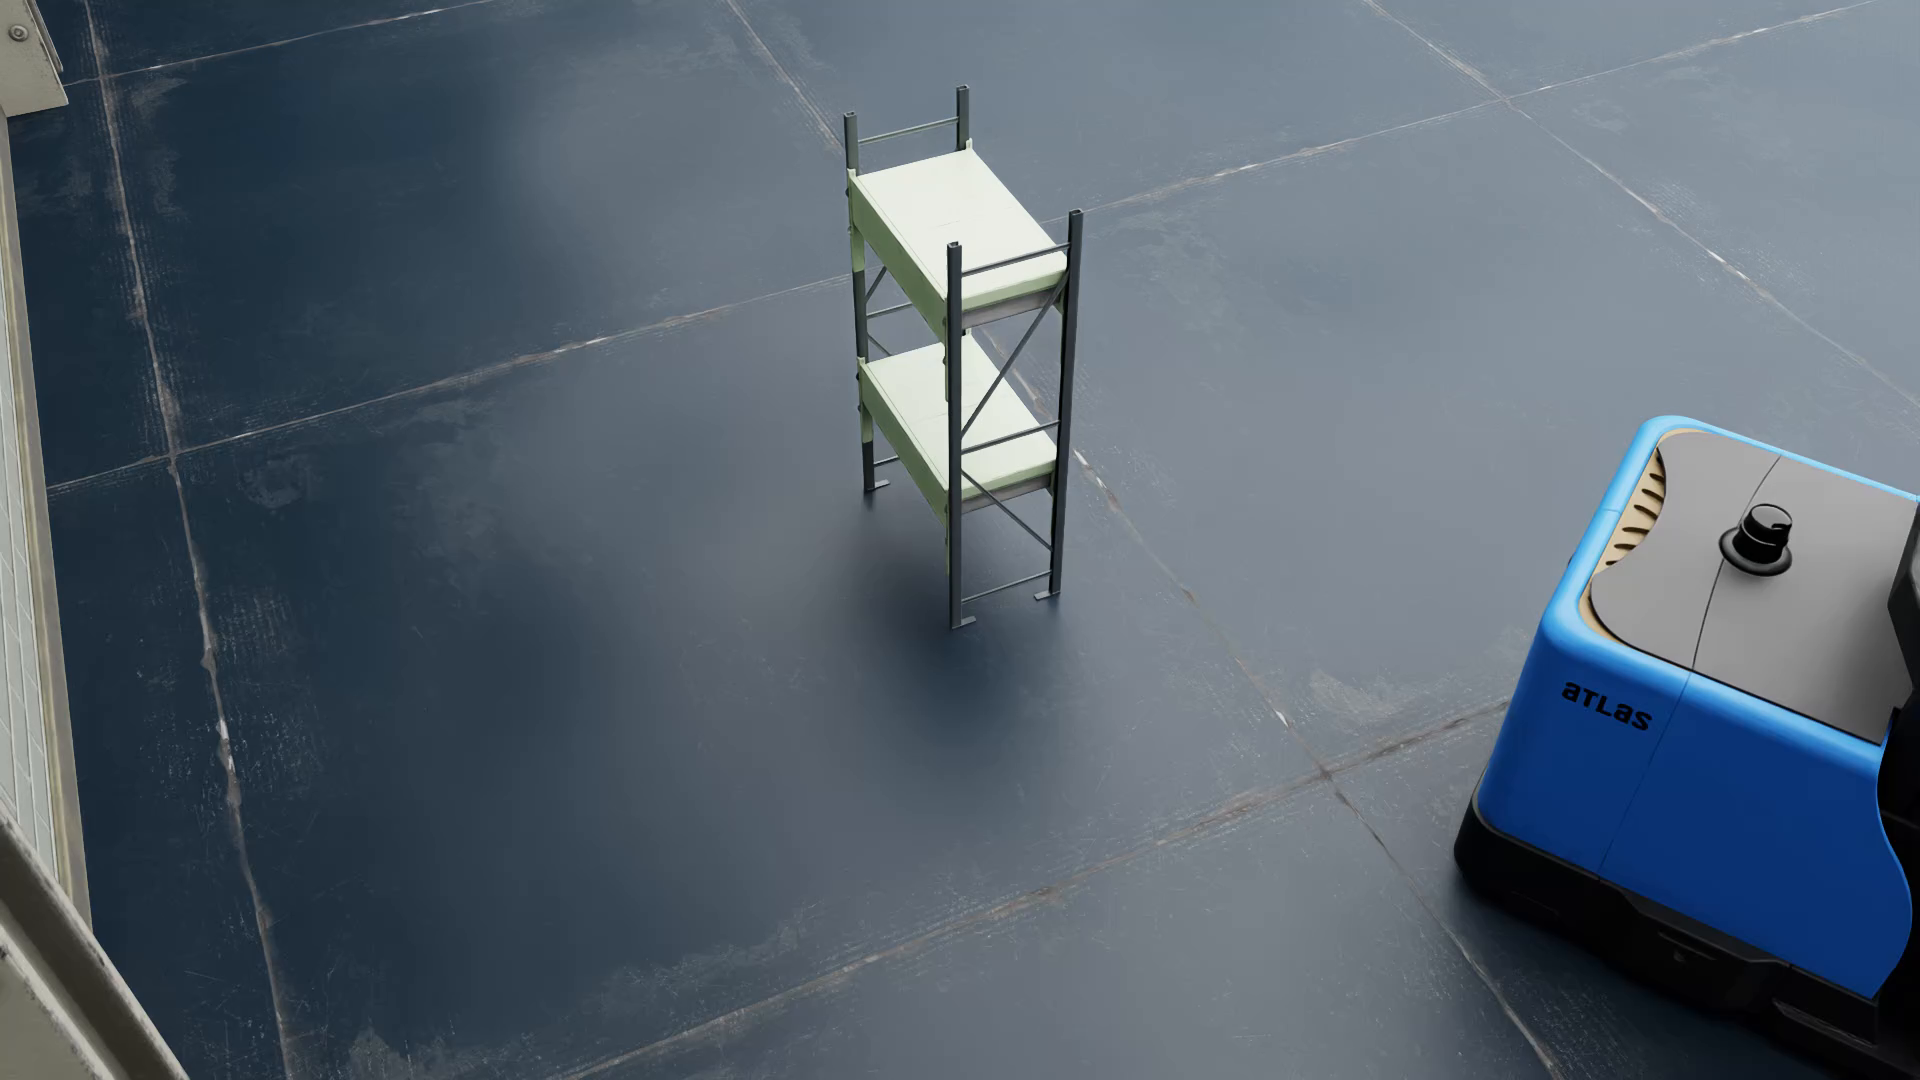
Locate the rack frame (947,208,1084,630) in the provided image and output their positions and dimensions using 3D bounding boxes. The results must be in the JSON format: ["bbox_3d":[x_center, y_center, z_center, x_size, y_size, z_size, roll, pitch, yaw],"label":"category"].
[{"bbox_3d":[0.151,-0.305,4.991,0.400,1.500,0.023,-18,47,-17],"label":"rack frame"}]

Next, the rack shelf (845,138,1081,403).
[{"bbox_3d":[-0.003,-0.816,4.953,0.431,0.370,0.720,-18,47,-17],"label":"rack shelf"}]

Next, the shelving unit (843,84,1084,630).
[{"bbox_3d":[-0.003,-0.538,5.228,0.431,1.500,0.755,-18,47,-17],"label":"shelving unit"}]

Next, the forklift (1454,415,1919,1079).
[{"bbox_3d":[2.928,0.190,3.471,3.031,2.935,1.130,24,49,22],"label":"forklift"}]

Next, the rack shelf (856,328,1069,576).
[{"bbox_3d":[-0.003,-0.306,5.457,0.431,0.370,0.720,-18,47,-17],"label":"rack shelf"}]

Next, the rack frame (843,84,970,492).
[{"bbox_3d":[-0.157,-0.771,5.464,0.400,1.500,0.023,-18,47,-17],"label":"rack frame"}]
